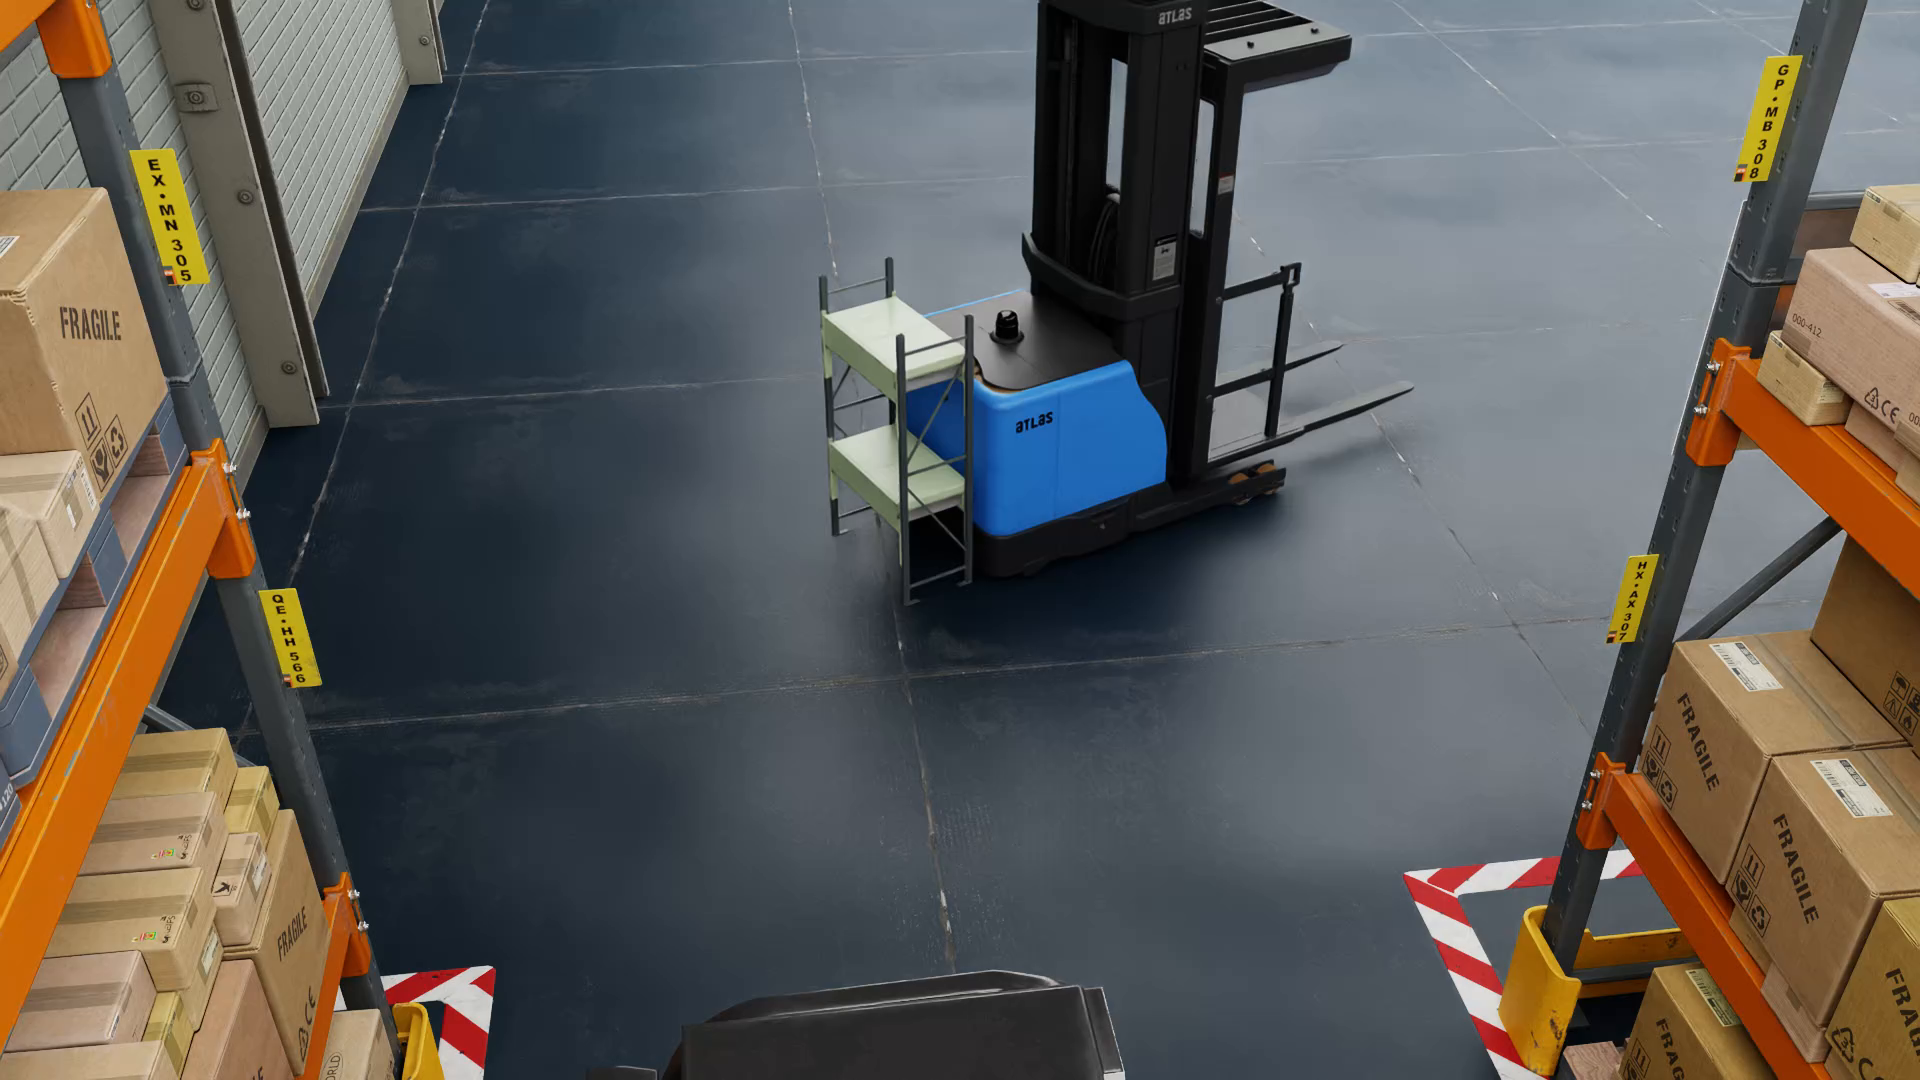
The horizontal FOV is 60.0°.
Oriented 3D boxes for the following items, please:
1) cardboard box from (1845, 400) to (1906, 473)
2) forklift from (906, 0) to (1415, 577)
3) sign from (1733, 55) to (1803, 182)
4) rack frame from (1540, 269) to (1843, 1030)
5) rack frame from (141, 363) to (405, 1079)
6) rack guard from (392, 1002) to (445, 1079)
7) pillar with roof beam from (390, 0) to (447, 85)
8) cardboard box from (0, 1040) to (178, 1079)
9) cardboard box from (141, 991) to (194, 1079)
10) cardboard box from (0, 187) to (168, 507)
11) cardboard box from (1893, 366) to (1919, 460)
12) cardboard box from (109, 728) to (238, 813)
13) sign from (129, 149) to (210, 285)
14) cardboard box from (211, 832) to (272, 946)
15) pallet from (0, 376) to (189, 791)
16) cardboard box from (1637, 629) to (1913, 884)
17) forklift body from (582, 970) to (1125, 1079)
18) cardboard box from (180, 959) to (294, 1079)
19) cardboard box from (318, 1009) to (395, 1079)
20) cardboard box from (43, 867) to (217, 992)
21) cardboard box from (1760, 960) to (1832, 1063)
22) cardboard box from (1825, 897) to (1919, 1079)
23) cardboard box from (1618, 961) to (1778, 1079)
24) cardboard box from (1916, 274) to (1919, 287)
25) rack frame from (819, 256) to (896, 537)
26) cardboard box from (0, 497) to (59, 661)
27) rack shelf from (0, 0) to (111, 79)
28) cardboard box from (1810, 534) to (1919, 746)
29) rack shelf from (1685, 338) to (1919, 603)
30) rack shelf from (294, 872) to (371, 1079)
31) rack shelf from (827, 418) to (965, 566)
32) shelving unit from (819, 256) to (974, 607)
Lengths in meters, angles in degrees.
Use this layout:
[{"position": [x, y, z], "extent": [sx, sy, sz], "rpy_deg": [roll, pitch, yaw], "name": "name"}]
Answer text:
[{"position": [2.429, -0.289, 4.069], "extent": [0.380, 0.149, 0.250], "rpy_deg": [-5, 35, -8], "name": "cardboard box"}, {"position": [1.184, -1.637, 8.550], "extent": [3.031, 2.935, 1.130], "rpy_deg": [-19, 39, -26], "name": "forklift"}, {"position": [2.044, -1.062, 4.205], "extent": [0.100, 0.325, 0.005], "rpy_deg": [-4, 35, -6], "name": "sign"}, {"position": [2.582, 0.498, 5.356], "extent": [1.000, 3.000, 0.127], "rpy_deg": [-4, 35, -6], "name": "rack frame"}, {"position": [-2.336, 0.876, 4.801], "extent": [1.000, 3.000, 0.127], "rpy_deg": [-4, 35, -6], "name": "rack frame"}, {"position": [-2.339, 1.895, 5.525], "extent": [1.175, 0.500, 0.348], "rpy_deg": [-4, 35, -6], "name": "rack guard"}, {"position": [-0.484, -8.169, 12.746], "extent": [9.100, 9.000, 0.400], "rpy_deg": [-4, 35, -6], "name": "pillar with roof beam"}, {"position": [-1.848, 1.188, 3.414], "extent": [0.380, 0.149, 0.250], "rpy_deg": [-4, 34, -5], "name": "cardboard box"}, {"position": [-1.952, 1.168, 3.708], "extent": [0.380, 0.149, 0.250], "rpy_deg": [-5, 35, -7], "name": "cardboard box"}, {"position": [-2.035, -0.391, 3.447], "extent": [0.500, 0.500, 0.500], "rpy_deg": [-3, 34, -5], "name": "cardboard box"}, {"position": [2.444, -0.220, 3.615], "extent": [0.500, 0.250, 0.500], "rpy_deg": [-5, 35, -7], "name": "cardboard box"}, {"position": [-2.079, 0.627, 4.237], "extent": [0.380, 0.149, 0.250], "rpy_deg": [-4, 35, -6], "name": "cardboard box"}, {"position": [-1.797, -0.730, 3.778], "extent": [0.100, 0.325, 0.005], "rpy_deg": [-4, 35, -6], "name": "sign"}, {"position": [-1.948, 0.879, 4.132], "extent": [0.380, 0.149, 0.250], "rpy_deg": [-4, 34, -6], "name": "cardboard box"}, {"position": [-2.267, 0.069, 3.400], "extent": [1.003, 0.211, 1.213], "rpy_deg": [-4, 35, -6], "name": "pallet"}, {"position": [2.371, 0.619, 4.825], "extent": [0.500, 0.500, 0.500], "rpy_deg": [-5, 35, -7], "name": "cardboard box"}, {"position": [-0.273, 2.147, 3.690], "extent": [2.313, 2.155, 1.214], "rpy_deg": [-4, 35, -6], "name": "forklift body"}, {"position": [-1.949, 1.379, 3.973], "extent": [0.500, 0.500, 0.500], "rpy_deg": [-3, 34, -5], "name": "cardboard box"}, {"position": [-1.965, 1.659, 4.833], "extent": [0.500, 0.250, 0.500], "rpy_deg": [-3, 34, -5], "name": "cardboard box"}, {"position": [-1.953, 0.907, 3.827], "extent": [0.380, 0.149, 0.250], "rpy_deg": [-4, 34, -5], "name": "cardboard box"}, {"position": [2.414, 1.246, 4.481], "extent": [0.380, 0.149, 0.250], "rpy_deg": [-4, 34, -6], "name": "cardboard box"}, {"position": [2.513, 1.192, 3.985], "extent": [0.500, 0.500, 0.500], "rpy_deg": [-5, 35, -7], "name": "cardboard box"}, {"position": [2.420, 1.635, 5.090], "extent": [0.500, 0.500, 0.500], "rpy_deg": [-5, 35, -8], "name": "cardboard box"}, {"position": [2.477, -0.614, 3.839], "extent": [0.380, 0.149, 0.250], "rpy_deg": [-5, 35, -7], "name": "cardboard box"}, {"position": [-0.501, -0.700, 8.445], "extent": [0.400, 1.500, 0.023], "rpy_deg": [-19, 39, -26], "name": "rack frame"}, {"position": [-1.890, 0.058, 2.996], "extent": [0.396, 0.266, 0.258], "rpy_deg": [-4, 35, -6], "name": "cardboard box"}, {"position": [-2.067, -0.025, 1.789], "extent": [1.077, 0.370, 4.000], "rpy_deg": [-4, 35, -6], "name": "rack shelf"}, {"position": [2.867, 0.189, 4.568], "extent": [0.700, 0.500, 0.500], "rpy_deg": [-5, 35, -8], "name": "cardboard box"}, {"position": [2.851, 0.672, 3.076], "extent": [1.077, 0.370, 4.000], "rpy_deg": [-4, 35, -6], "name": "rack shelf"}, {"position": [-2.067, 2.289, 3.366], "extent": [1.077, 0.370, 4.000], "rpy_deg": [-4, 35, -6], "name": "rack shelf"}, {"position": [-0.307, -0.256, 8.373], "extent": [0.431, 0.370, 0.720], "rpy_deg": [-19, 39, -26], "name": "rack shelf"}, {"position": [-0.307, -0.525, 8.189], "extent": [0.431, 1.500, 0.755], "rpy_deg": [-19, 39, -26], "name": "shelving unit"}]
